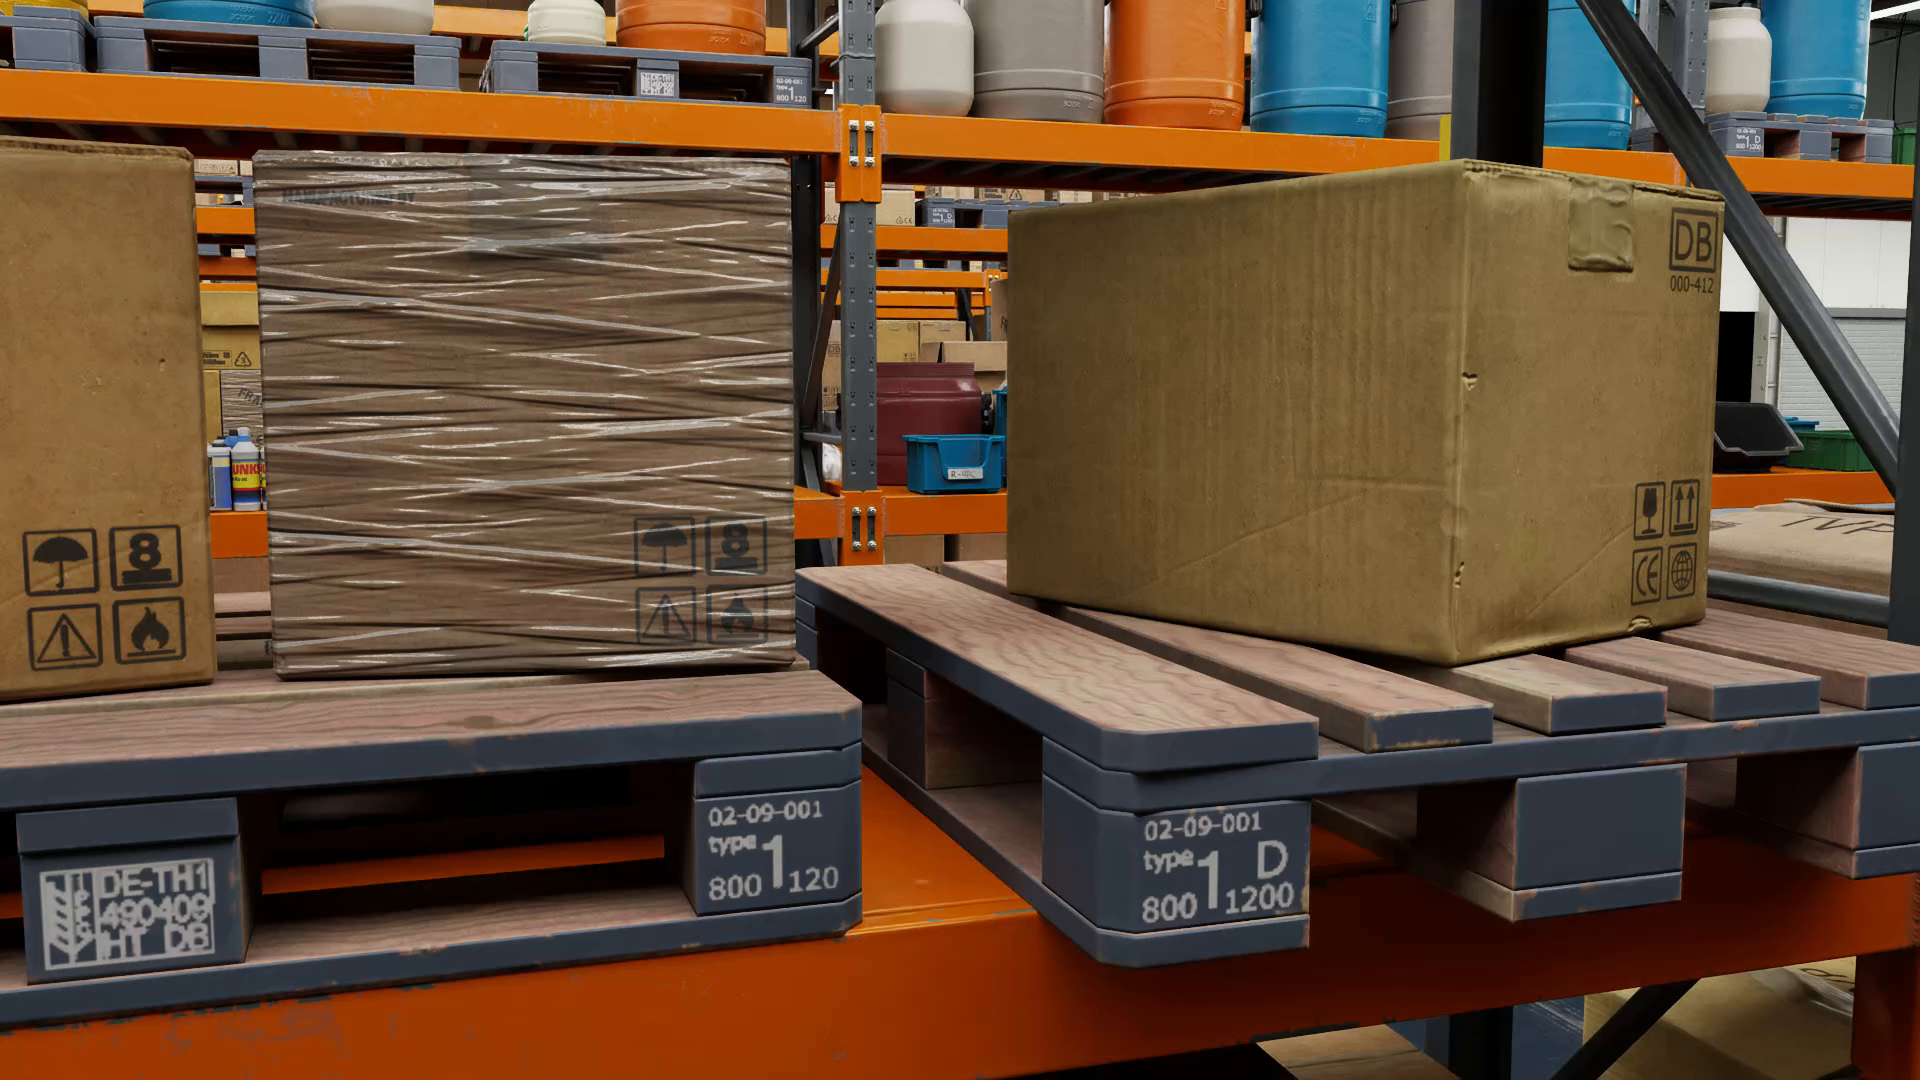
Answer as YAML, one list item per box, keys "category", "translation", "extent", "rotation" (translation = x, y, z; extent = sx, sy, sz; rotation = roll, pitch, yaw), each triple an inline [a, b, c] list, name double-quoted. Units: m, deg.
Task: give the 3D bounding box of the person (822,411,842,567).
- category: "person"
  translation: [-0.788, 0.038, 9.371]
  extent: [0.582, 1.638, 0.452]
  rotation: [-2, 6, -20]
